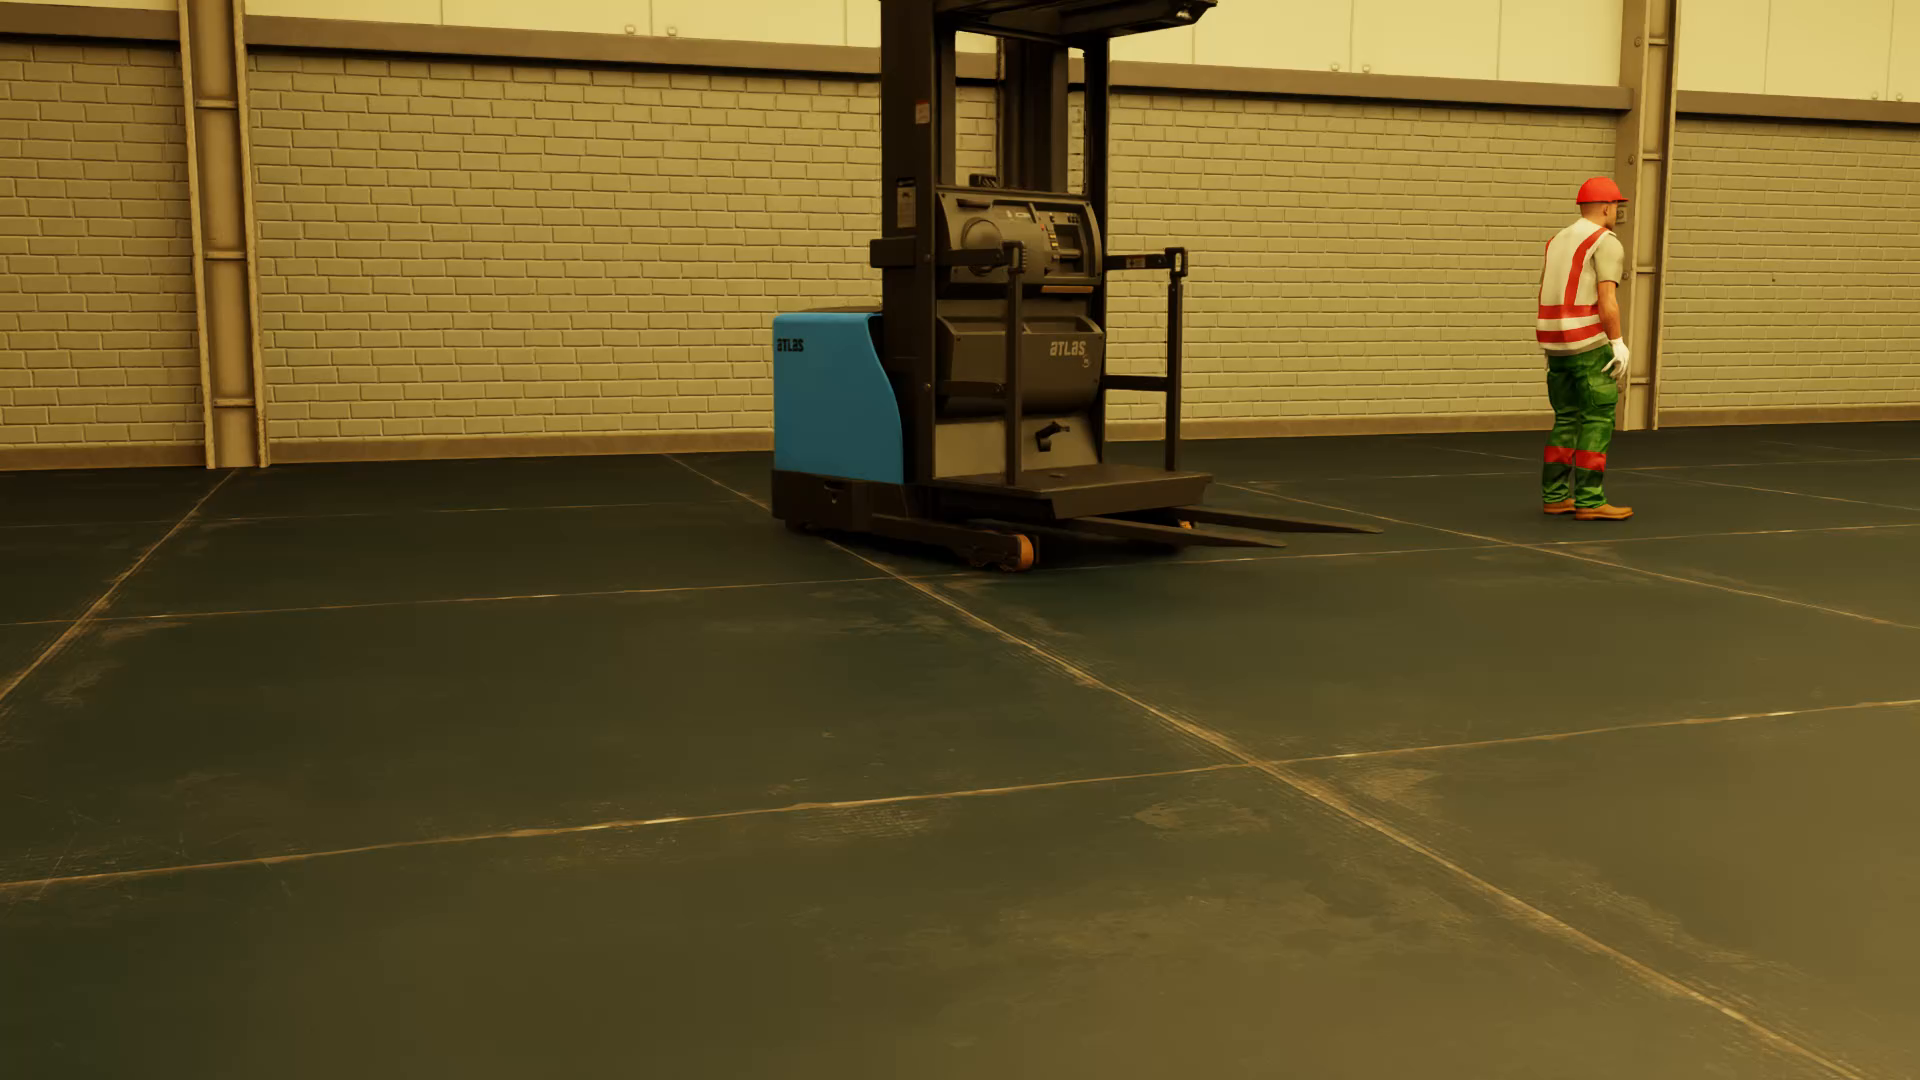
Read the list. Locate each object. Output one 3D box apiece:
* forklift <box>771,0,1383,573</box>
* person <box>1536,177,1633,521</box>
[{"bbox_3d":[0.417,-1.391,7.277,1.130,2.935,3.031,-7,10,-41],"label":"forklift"},{"bbox_3d":[3.291,-1.009,8.761,0.453,1.777,0.607,-2,8,-17],"label":"person"}]
